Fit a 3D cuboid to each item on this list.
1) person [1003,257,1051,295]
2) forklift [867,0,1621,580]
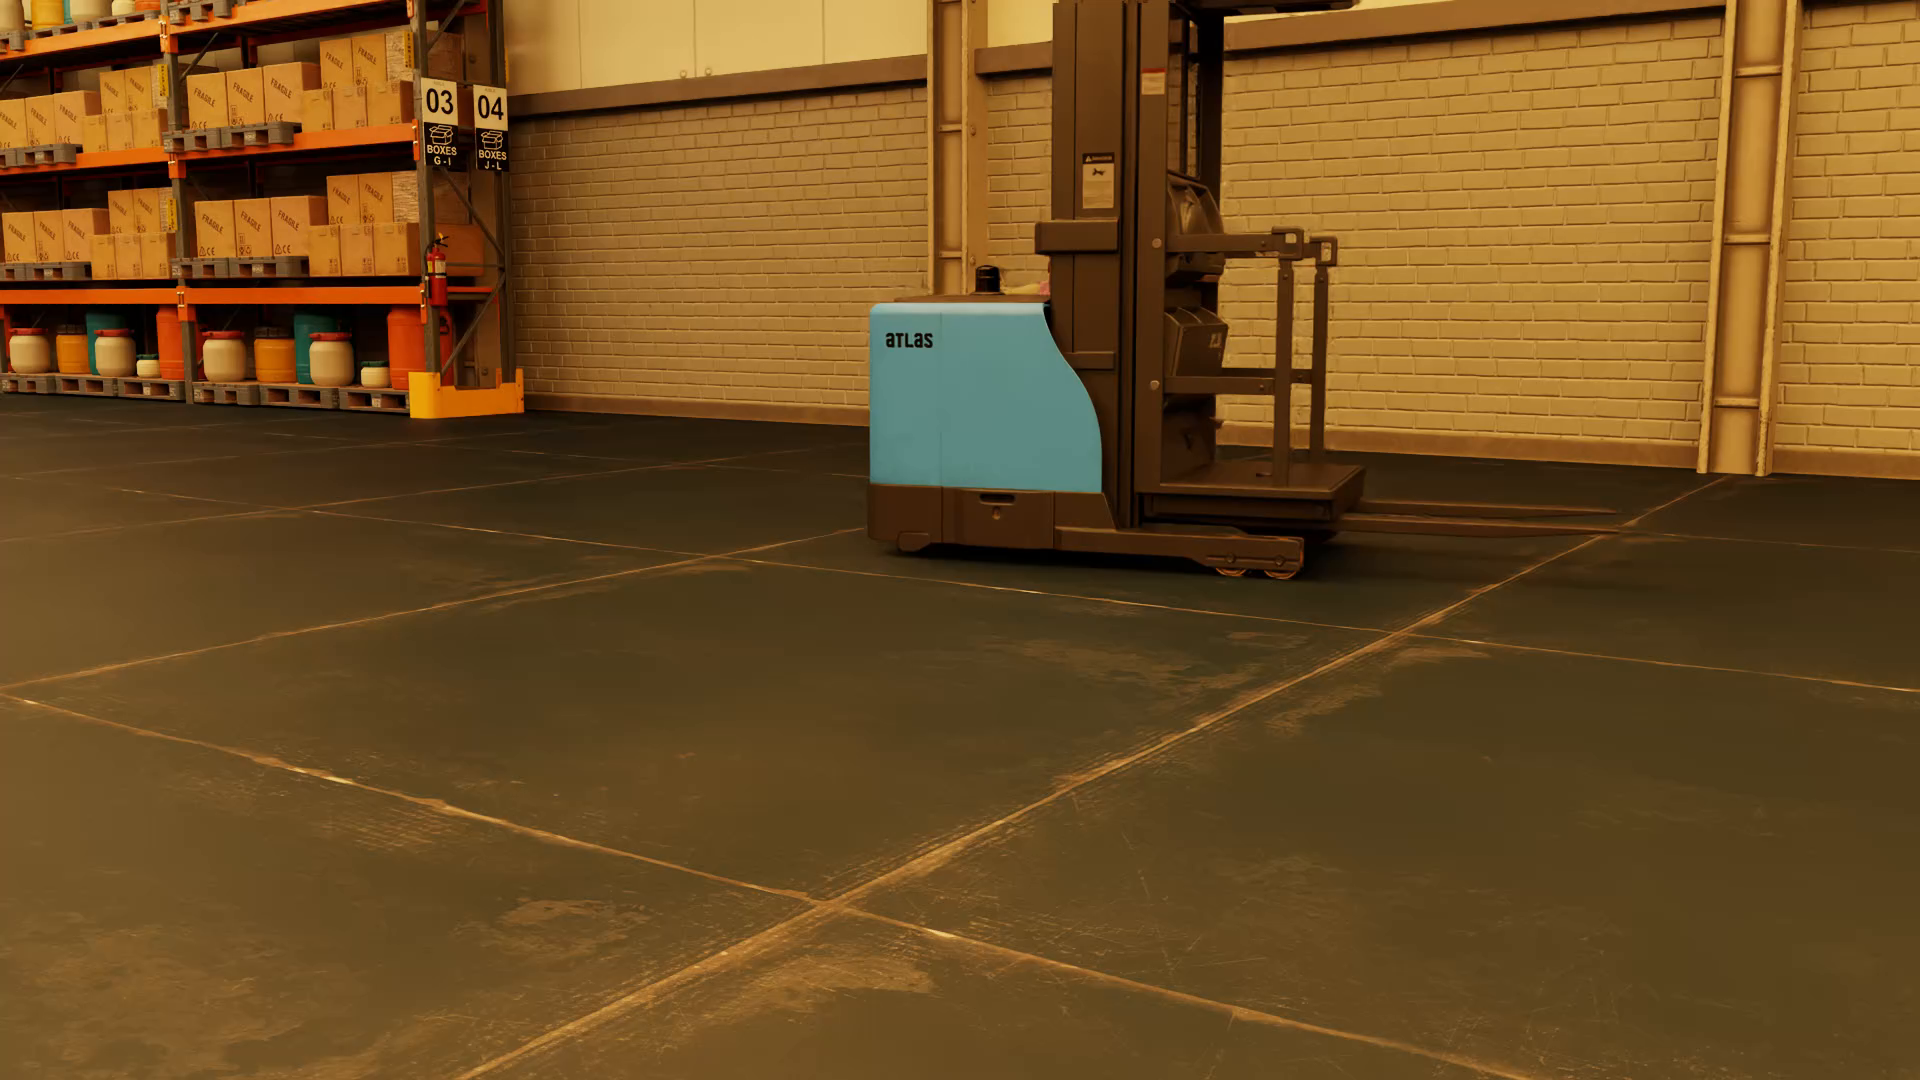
[{"bbox_3d":[0.461,-0.749,7.890,0.906,1.347,0.742,-1,8,-6],"label":"person"},{"bbox_3d":[1.171,-1.380,6.894,3.031,2.935,1.130,3,9,20],"label":"forklift"}]
